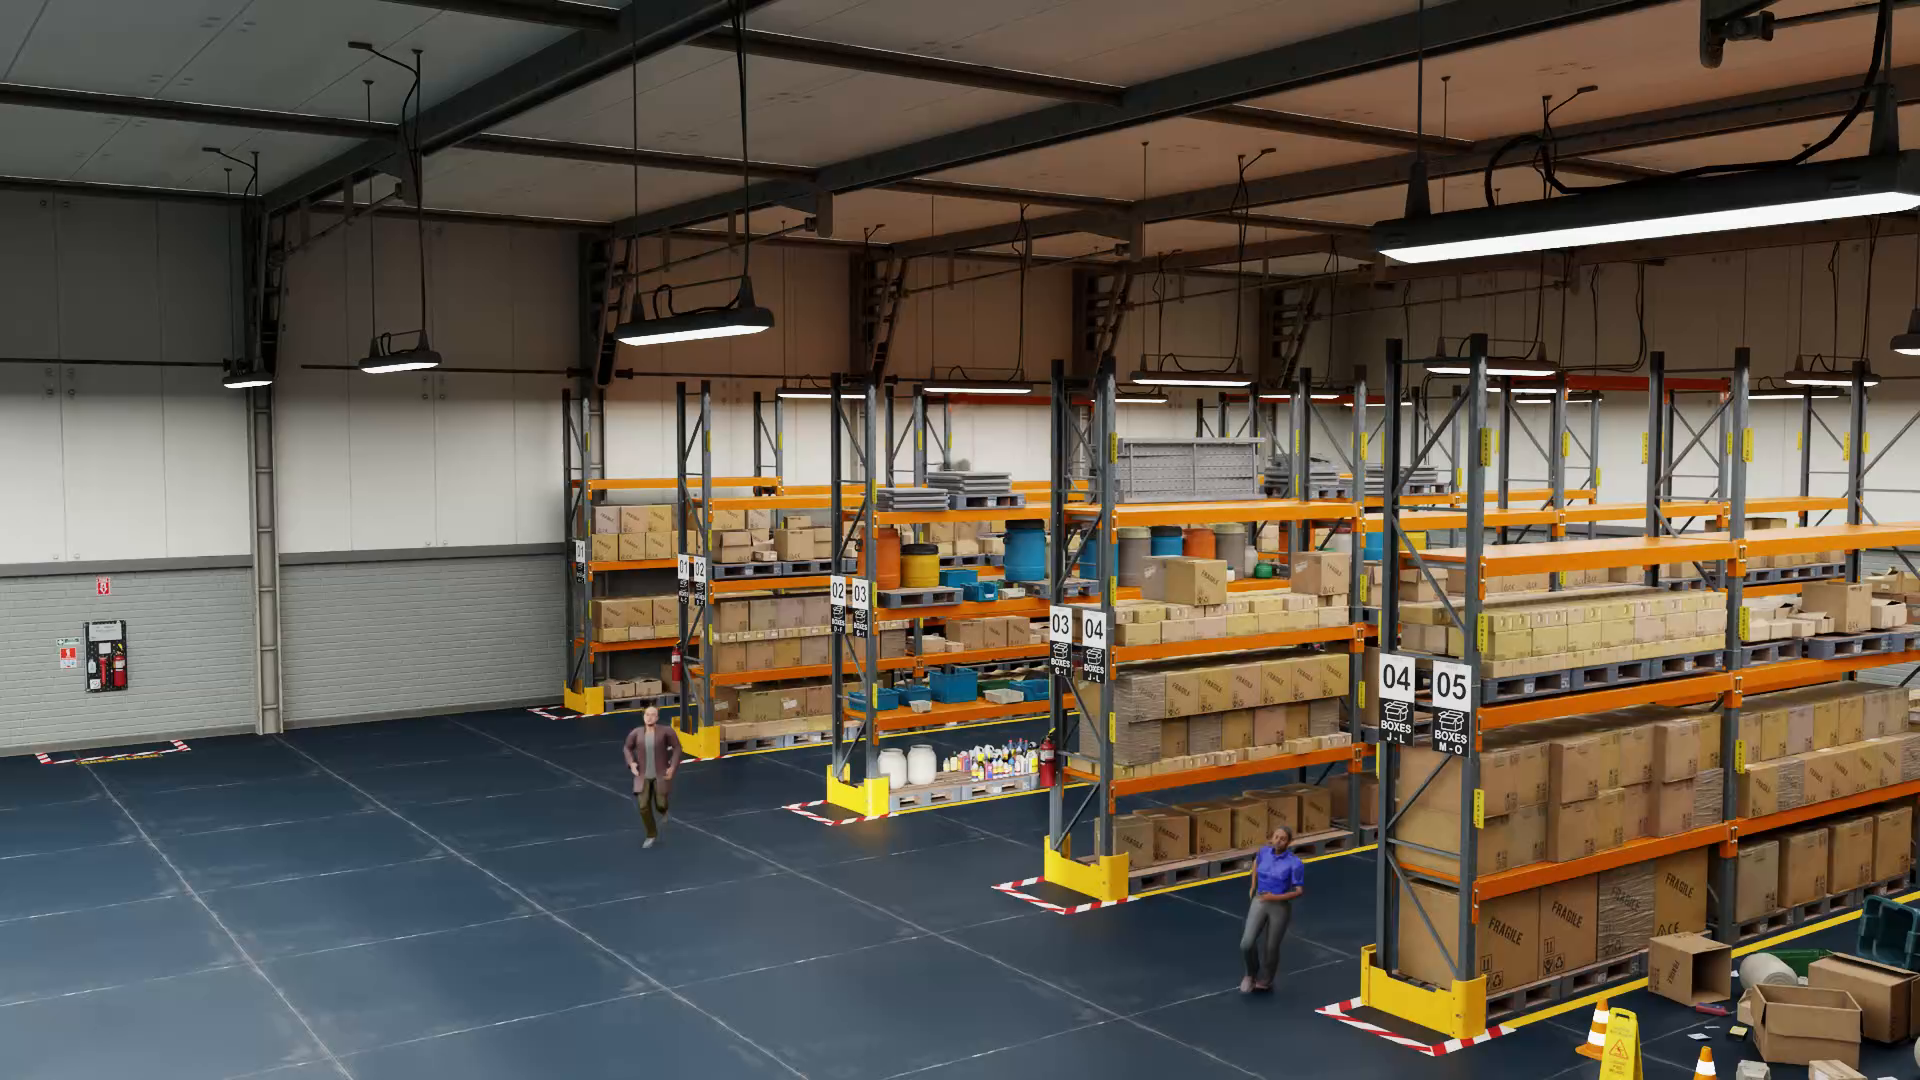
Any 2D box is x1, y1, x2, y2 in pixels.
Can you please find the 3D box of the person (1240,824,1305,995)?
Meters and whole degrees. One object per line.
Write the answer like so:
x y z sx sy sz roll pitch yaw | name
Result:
2.861 3.383 15.178 0.613 1.625 0.608 2 4 31 | person

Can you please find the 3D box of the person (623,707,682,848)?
-3.886 2.962 21.001 0.742 1.733 0.714 0 4 -4 | person
